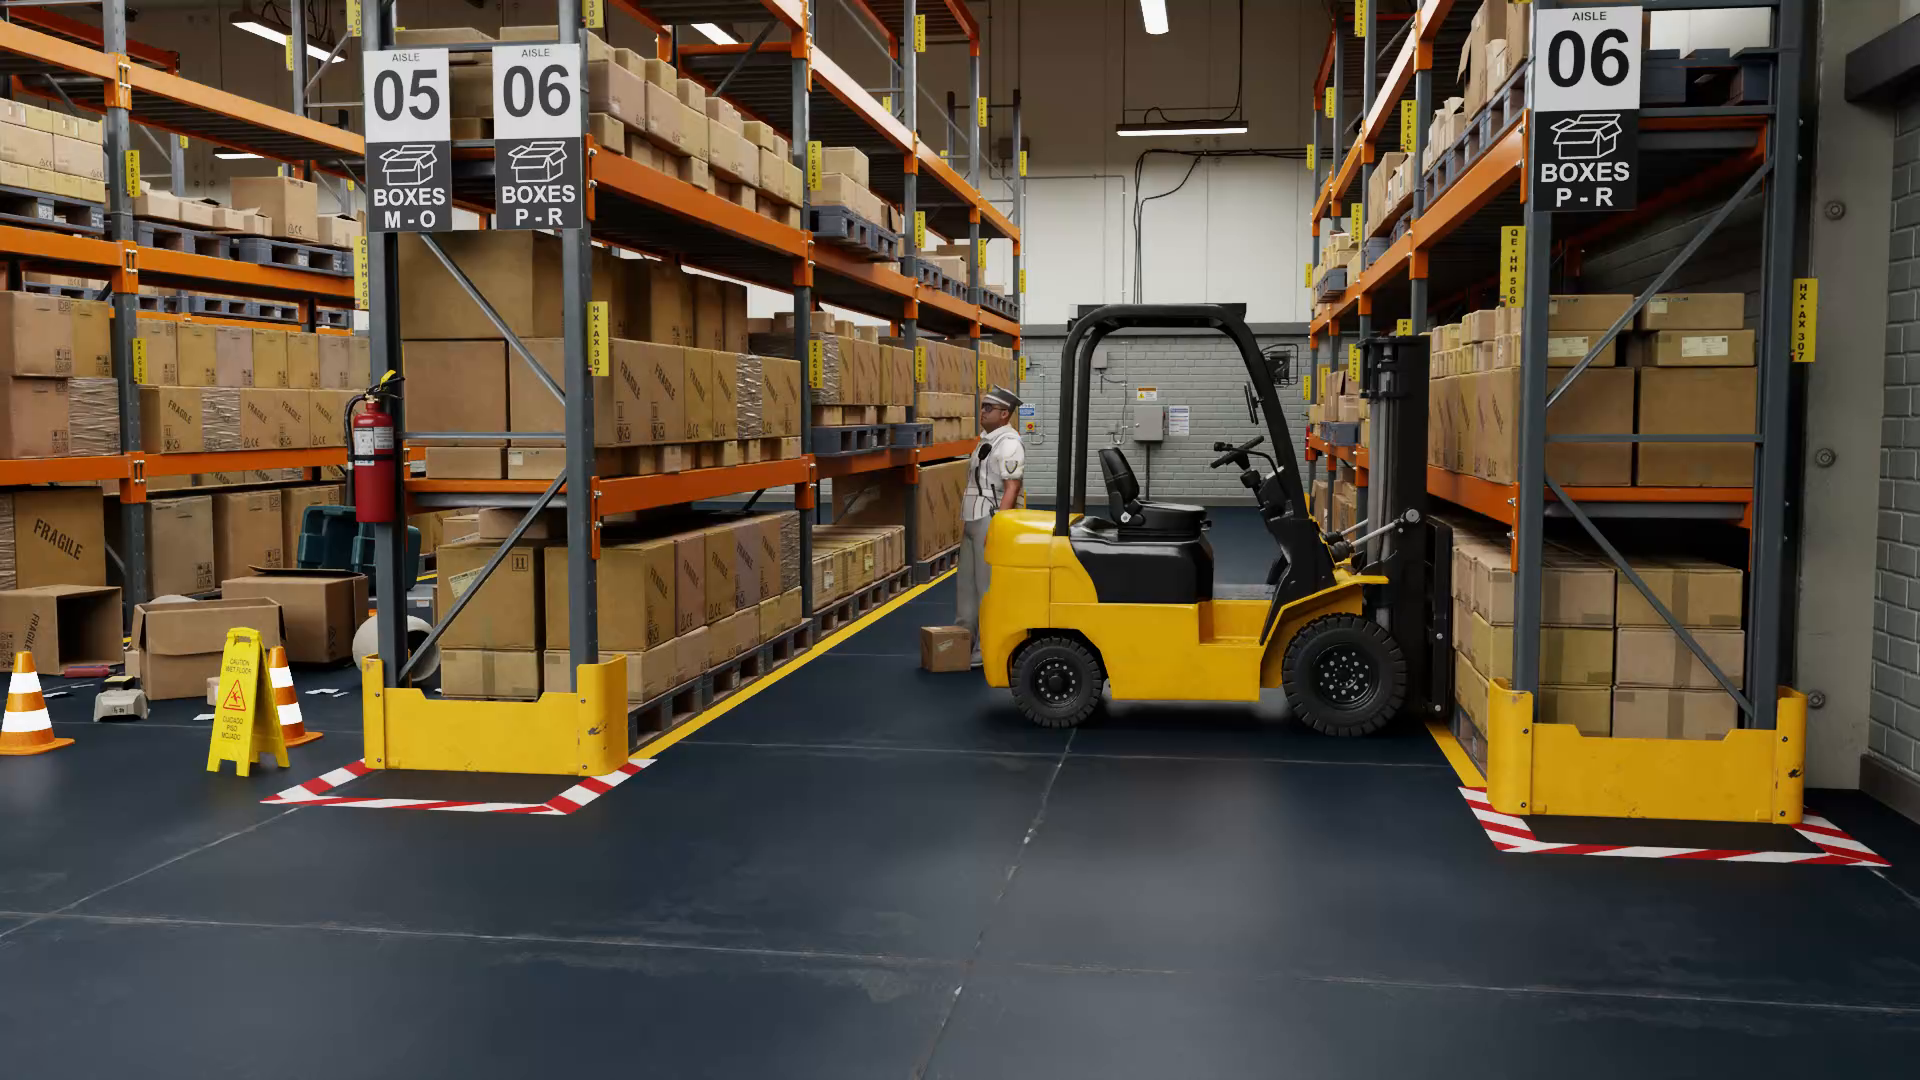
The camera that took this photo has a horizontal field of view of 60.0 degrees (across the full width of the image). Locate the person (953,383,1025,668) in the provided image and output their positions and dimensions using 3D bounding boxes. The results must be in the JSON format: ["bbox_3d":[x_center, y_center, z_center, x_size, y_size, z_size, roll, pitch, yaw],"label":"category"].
[{"bbox_3d":[0.107,-0.095,10.498,0.574,1.781,0.641,-1,5,-16],"label":"person"}]
